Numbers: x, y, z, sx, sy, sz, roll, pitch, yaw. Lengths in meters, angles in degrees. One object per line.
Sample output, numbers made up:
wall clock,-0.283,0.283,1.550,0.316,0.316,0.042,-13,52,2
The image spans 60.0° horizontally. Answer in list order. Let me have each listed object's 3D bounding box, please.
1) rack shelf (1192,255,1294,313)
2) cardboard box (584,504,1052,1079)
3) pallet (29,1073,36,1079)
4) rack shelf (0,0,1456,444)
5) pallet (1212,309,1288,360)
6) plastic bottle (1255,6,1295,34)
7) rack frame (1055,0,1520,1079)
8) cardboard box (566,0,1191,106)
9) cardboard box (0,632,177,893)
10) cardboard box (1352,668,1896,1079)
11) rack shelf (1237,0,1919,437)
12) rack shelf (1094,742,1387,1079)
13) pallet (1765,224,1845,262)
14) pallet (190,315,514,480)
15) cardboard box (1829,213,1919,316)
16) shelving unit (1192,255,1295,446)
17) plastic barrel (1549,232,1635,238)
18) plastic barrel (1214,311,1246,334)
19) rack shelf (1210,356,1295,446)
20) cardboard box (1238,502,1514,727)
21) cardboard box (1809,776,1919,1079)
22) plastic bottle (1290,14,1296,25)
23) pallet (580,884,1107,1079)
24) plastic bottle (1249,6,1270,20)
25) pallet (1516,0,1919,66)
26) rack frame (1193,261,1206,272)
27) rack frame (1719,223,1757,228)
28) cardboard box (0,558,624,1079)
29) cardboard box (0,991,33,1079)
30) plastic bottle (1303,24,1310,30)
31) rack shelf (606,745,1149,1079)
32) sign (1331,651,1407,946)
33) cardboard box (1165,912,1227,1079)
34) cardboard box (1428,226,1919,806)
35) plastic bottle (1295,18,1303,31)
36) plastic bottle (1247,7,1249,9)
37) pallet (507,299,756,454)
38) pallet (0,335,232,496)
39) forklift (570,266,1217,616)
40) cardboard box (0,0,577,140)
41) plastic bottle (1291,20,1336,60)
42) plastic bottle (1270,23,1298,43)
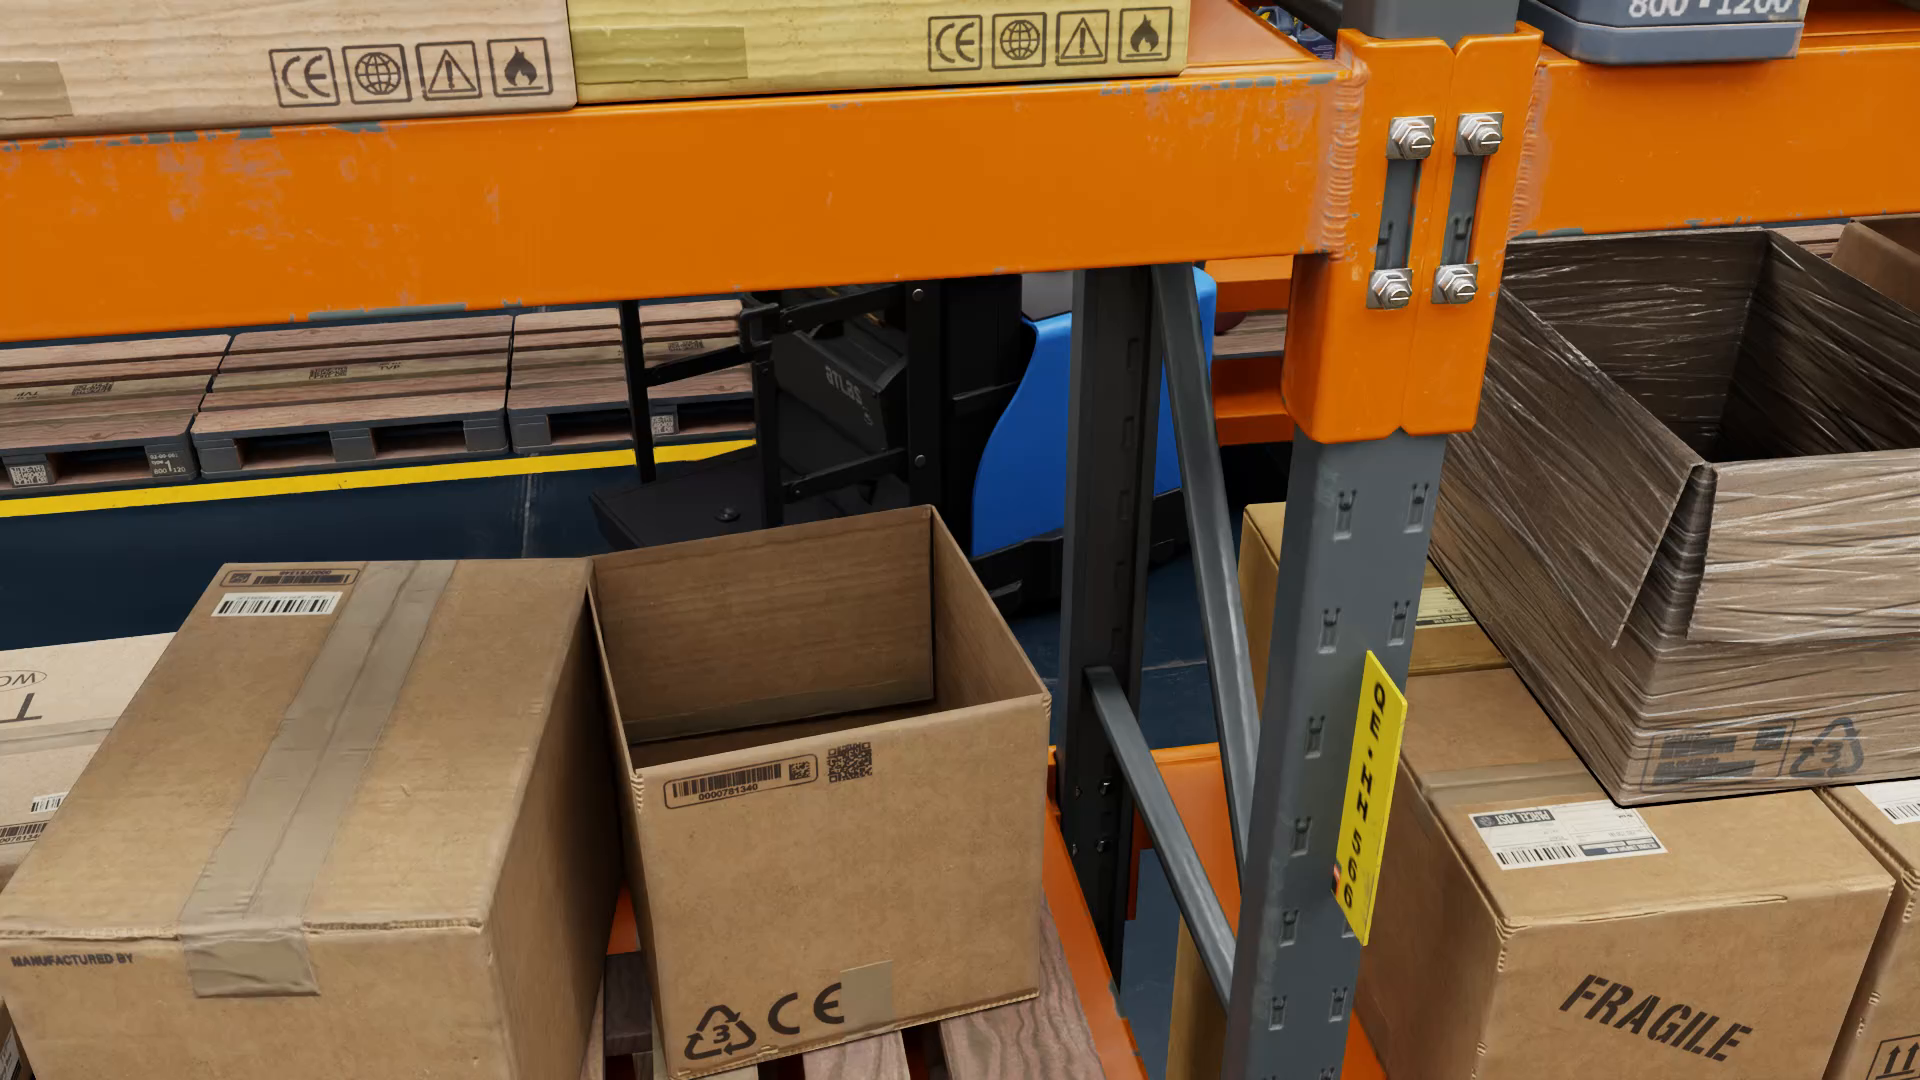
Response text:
rack shelf,1.310,-0.969,6.212,1.000,0.278,0.538,-5,31,-8
cardboard box,-0.202,0.316,2.240,0.500,0.500,0.500,-9,32,-15
pallet,-1.618,0.755,2.196,1.213,0.211,1.003,-5,31,-9
rack shelf,-1.646,-0.329,1.601,4.000,0.370,1.077,-5,31,-9
pallet,1.395,-0.999,7.740,1.213,0.211,1.003,-5,31,-9
plastic bottle,1.276,-2.058,6.840,0.185,0.351,0.144,-5,31,-9
rack frame,0.322,0.473,2.487,0.053,2.616,0.949,-5,31,-9
cardboard box,-0.102,-0.592,1.486,0.500,0.250,0.500,-5,31,-9
cardboard box,-1.368,0.393,2.356,0.500,0.250,0.500,-6,31,-10
cardboard box,0.849,0.519,2.309,0.500,0.500,0.500,-4,31,-7
rack shelf,2.289,-0.695,2.222,4.000,0.370,1.077,-5,31,-9
rack shelf,2.289,0.598,2.983,4.000,0.370,1.077,-5,31,-9
pallet,4.080,-1.248,8.164,1.213,0.211,1.003,-5,31,-9
pallet,-2.537,-0.635,7.122,1.213,0.211,1.003,-5,31,-9
cardboard box,1.685,-0.121,2.409,0.637,0.503,0.797,-5,31,-8
shelving unit,1.310,-0.717,6.360,1.048,1.125,0.538,-5,31,-8
plastic barrel,2.826,-1.599,7.666,0.708,0.901,0.600,-5,31,-9
plastic barrel,1.018,-1.296,7.460,0.708,0.588,0.600,-5,31,-9
rack shelf,1.310,-0.506,6.484,1.000,0.278,0.538,-5,31,-8
cardboard box,0.762,0.259,2.751,0.500,0.500,0.500,-4,31,-7
cardboard box,1.356,0.471,2.391,0.500,0.500,0.500,-6,31,-10
plastic bottle,1.417,-2.264,7.267,0.097,0.271,0.097,0,30,0
pallet,-0.360,0.672,2.337,1.003,0.211,1.213,-5,31,-9
plastic bottle,1.352,-2.354,7.343,0.185,0.351,0.144,-5,31,-9
pallet,0.945,-0.826,1.922,1.003,0.211,1.213,-4,31,-7
rack frame,0.808,-0.677,6.292,0.032,1.125,0.500,-5,31,-8
rack frame,3.364,-2.364,7.310,0.127,3.000,1.000,-5,31,-9
cardboard box,-0.733,0.417,2.069,0.500,0.500,0.700,-1,30,-2
cardboard box,-1.270,0.635,1.929,0.258,0.266,0.396,-6,31,-10
plastic bottle,1.582,-2.353,7.420,0.097,0.271,0.097,0,30,0
rack shelf,-1.646,0.964,2.362,4.000,0.370,1.077,-5,31,-9
sign,0.429,0.276,1.758,0.005,0.325,0.100,-5,31,-9
cardboard box,1.004,1.153,3.011,0.875,0.875,1.225,-7,31,-11
cardboard box,1.044,-0.063,2.310,0.637,0.503,0.797,-4,31,-7
plastic bottle,1.486,-2.344,7.405,0.097,0.271,0.097,0,30,0
plastic bottle,1.199,-2.301,7.319,0.133,0.283,0.061,-5,31,-9
pallet,-1.340,-0.745,7.309,1.213,0.211,1.003,-5,31,-9
pallet,-3.740,-0.522,6.930,1.213,0.211,1.003,-5,31,-9
forklift,-0.617,-1.027,5.105,3.031,2.935,1.130,-18,35,-28
cardboard box,-0.588,-0.540,1.397,0.500,0.250,0.500,-5,31,-9
plastic bottle,1.435,-1.995,6.732,0.185,0.351,0.144,-5,31,-9
plastic bottle,1.278,-1.950,6.729,0.135,0.276,0.152,-5,31,-9
